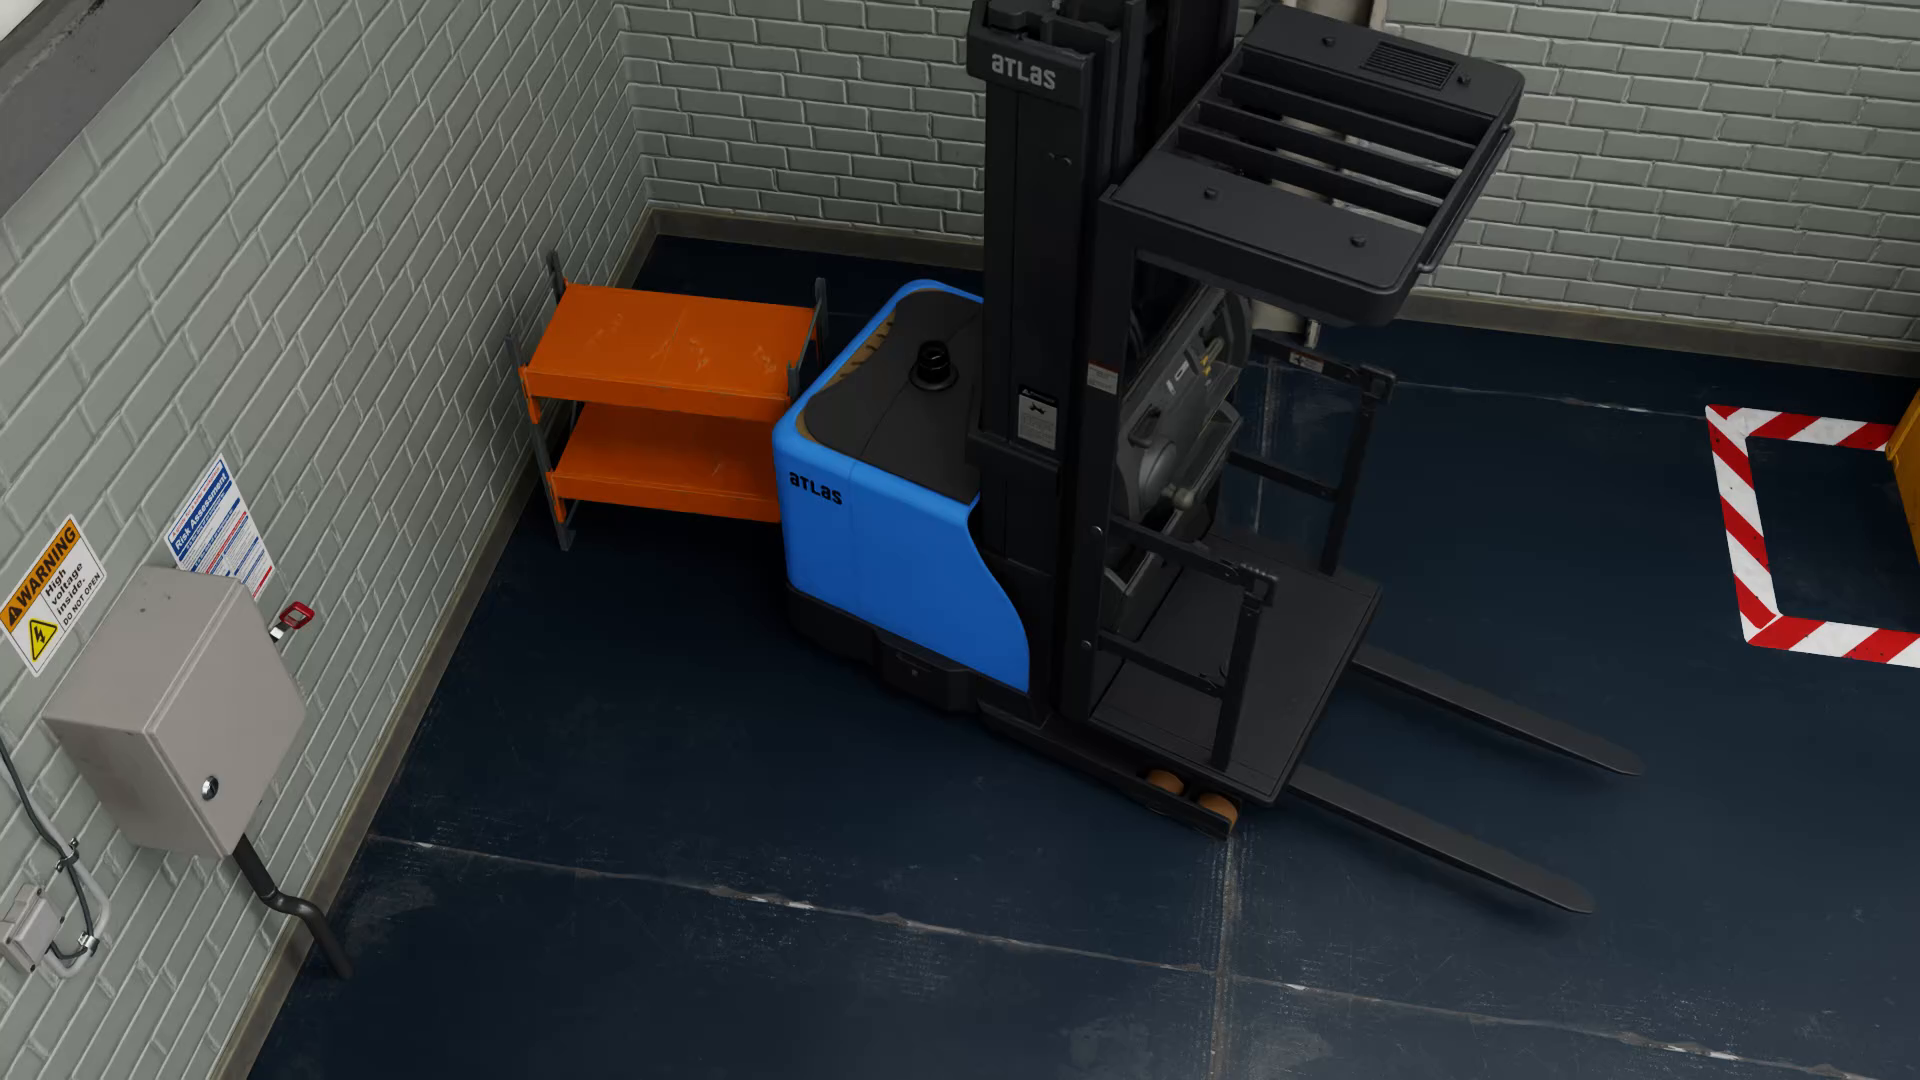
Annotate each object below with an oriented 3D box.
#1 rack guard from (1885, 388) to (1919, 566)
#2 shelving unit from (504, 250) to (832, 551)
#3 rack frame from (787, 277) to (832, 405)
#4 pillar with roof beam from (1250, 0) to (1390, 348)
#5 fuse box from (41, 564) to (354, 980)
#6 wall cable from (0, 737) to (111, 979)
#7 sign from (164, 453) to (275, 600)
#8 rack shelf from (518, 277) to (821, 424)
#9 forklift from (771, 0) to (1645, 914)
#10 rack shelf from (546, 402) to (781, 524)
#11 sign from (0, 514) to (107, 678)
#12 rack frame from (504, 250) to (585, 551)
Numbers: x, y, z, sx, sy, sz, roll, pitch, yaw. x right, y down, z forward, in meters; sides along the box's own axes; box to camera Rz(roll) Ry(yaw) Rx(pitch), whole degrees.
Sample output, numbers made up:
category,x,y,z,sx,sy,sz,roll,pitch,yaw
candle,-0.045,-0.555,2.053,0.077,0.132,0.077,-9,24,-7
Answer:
category,x,y,z,sx,sy,sz,roll,pitch,yaw
rack guard,4.006,-0.144,6.516,0.348,0.500,1.175,8,49,7
shelving unit,-1.048,-0.457,6.376,1.048,1.125,0.538,7,48,6
rack frame,-0.546,-0.398,6.323,0.032,1.125,0.500,7,48,6
pillar with roof beam,0.673,-0.860,1.445,0.400,9.000,9.100,8,49,7
fuse box,-1.983,0.827,4.828,0.414,1.711,0.539,8,49,7
wall cable,-2.260,0.536,3.541,0.122,1.984,0.588,8,49,7
sign,-2.099,0.040,4.734,0.001,0.494,0.329,8,49,7
rack shelf,-1.048,-0.653,6.159,1.000,0.278,0.538,7,48,6
forklift,0.880,-0.400,5.111,3.031,2.935,1.130,23,52,19
rack shelf,-1.048,-0.294,6.558,1.000,0.278,0.538,7,48,6
sign,-2.197,0.134,4.030,0.001,0.242,0.339,8,49,7
rack frame,-1.550,-0.516,6.430,0.032,1.125,0.500,7,48,6
